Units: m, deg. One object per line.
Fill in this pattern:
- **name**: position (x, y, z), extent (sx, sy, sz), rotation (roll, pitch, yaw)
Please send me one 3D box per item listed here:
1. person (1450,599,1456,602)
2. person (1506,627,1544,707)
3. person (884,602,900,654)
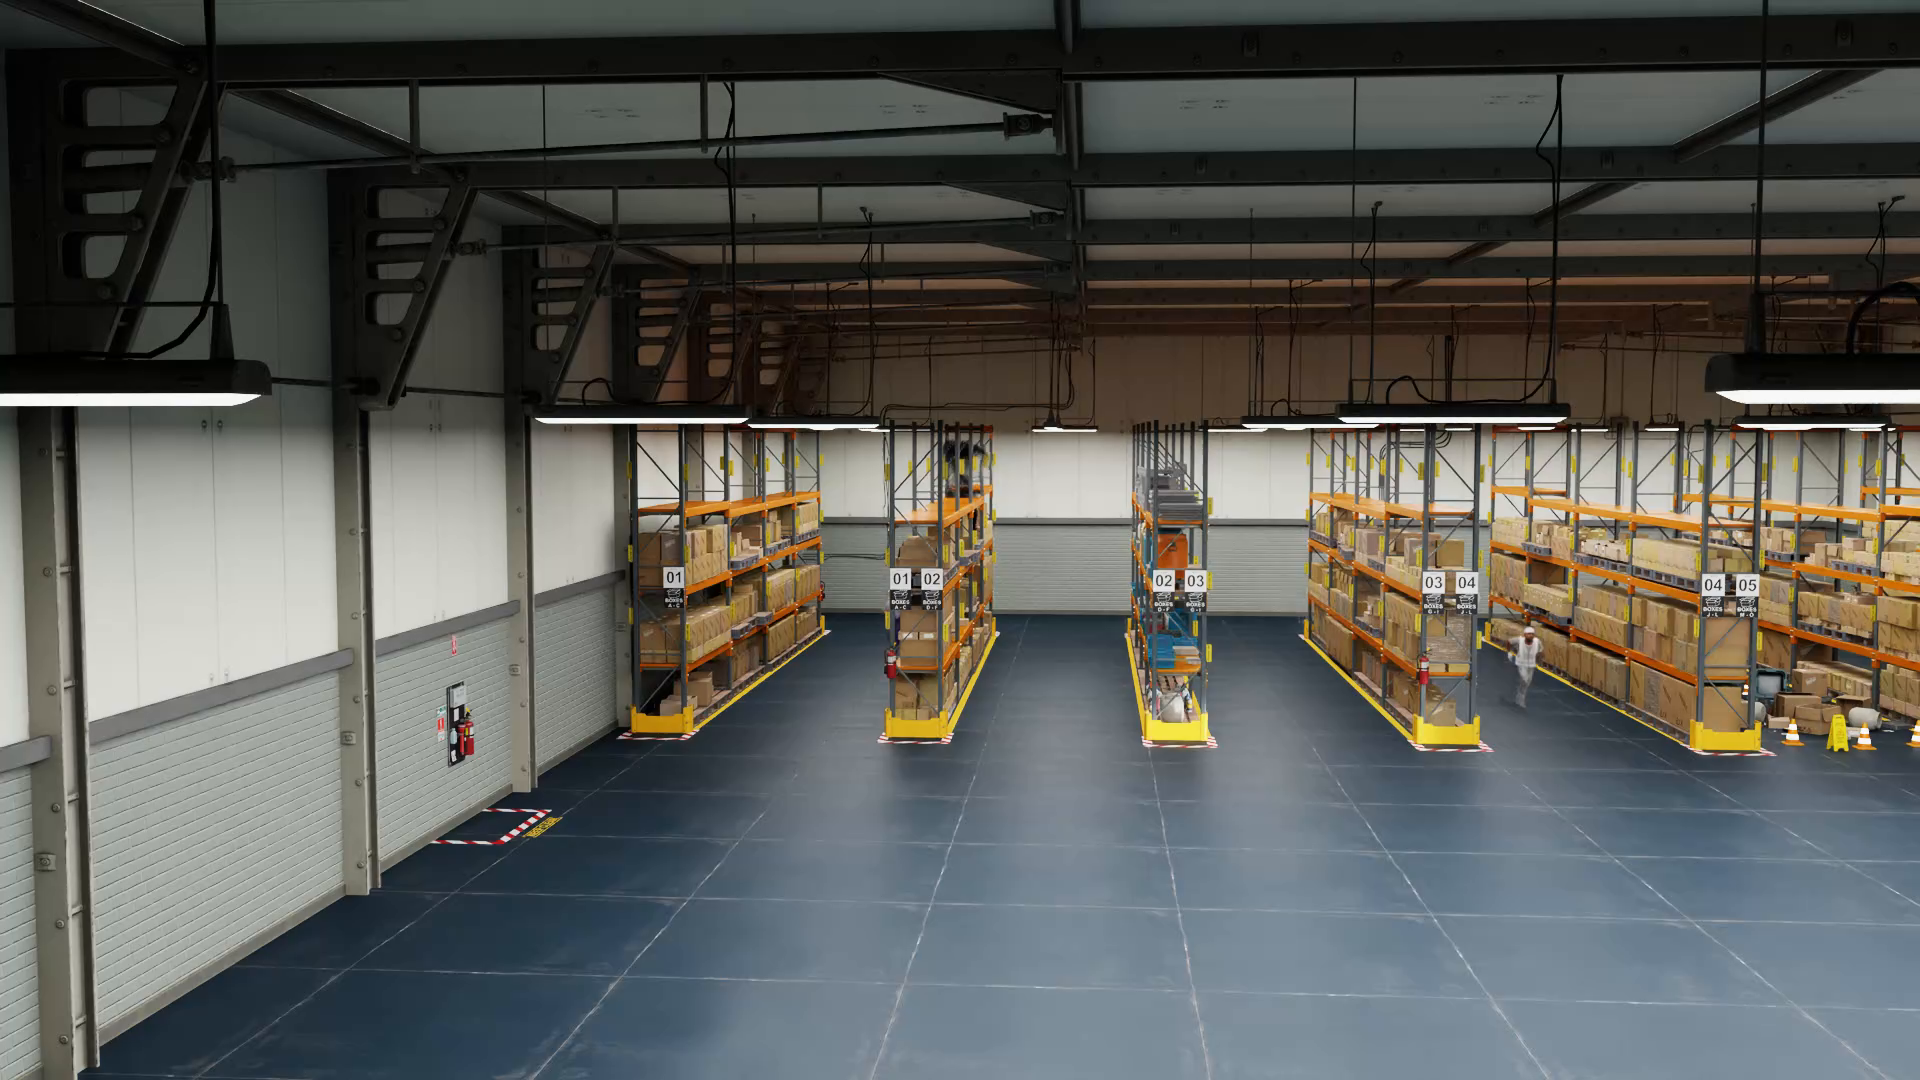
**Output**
- **person**: position (13.349, 2.002, 45.765), extent (0.630, 1.636, 0.522), rotation (1, 4, 15)
- **person**: position (11.819, 2.642, 34.762), extent (0.666, 1.704, 0.910), rotation (0, 4, -5)
- **person**: position (-1.698, 2.171, 43.525), extent (0.595, 1.601, 0.561), rotation (0, 4, 4)
